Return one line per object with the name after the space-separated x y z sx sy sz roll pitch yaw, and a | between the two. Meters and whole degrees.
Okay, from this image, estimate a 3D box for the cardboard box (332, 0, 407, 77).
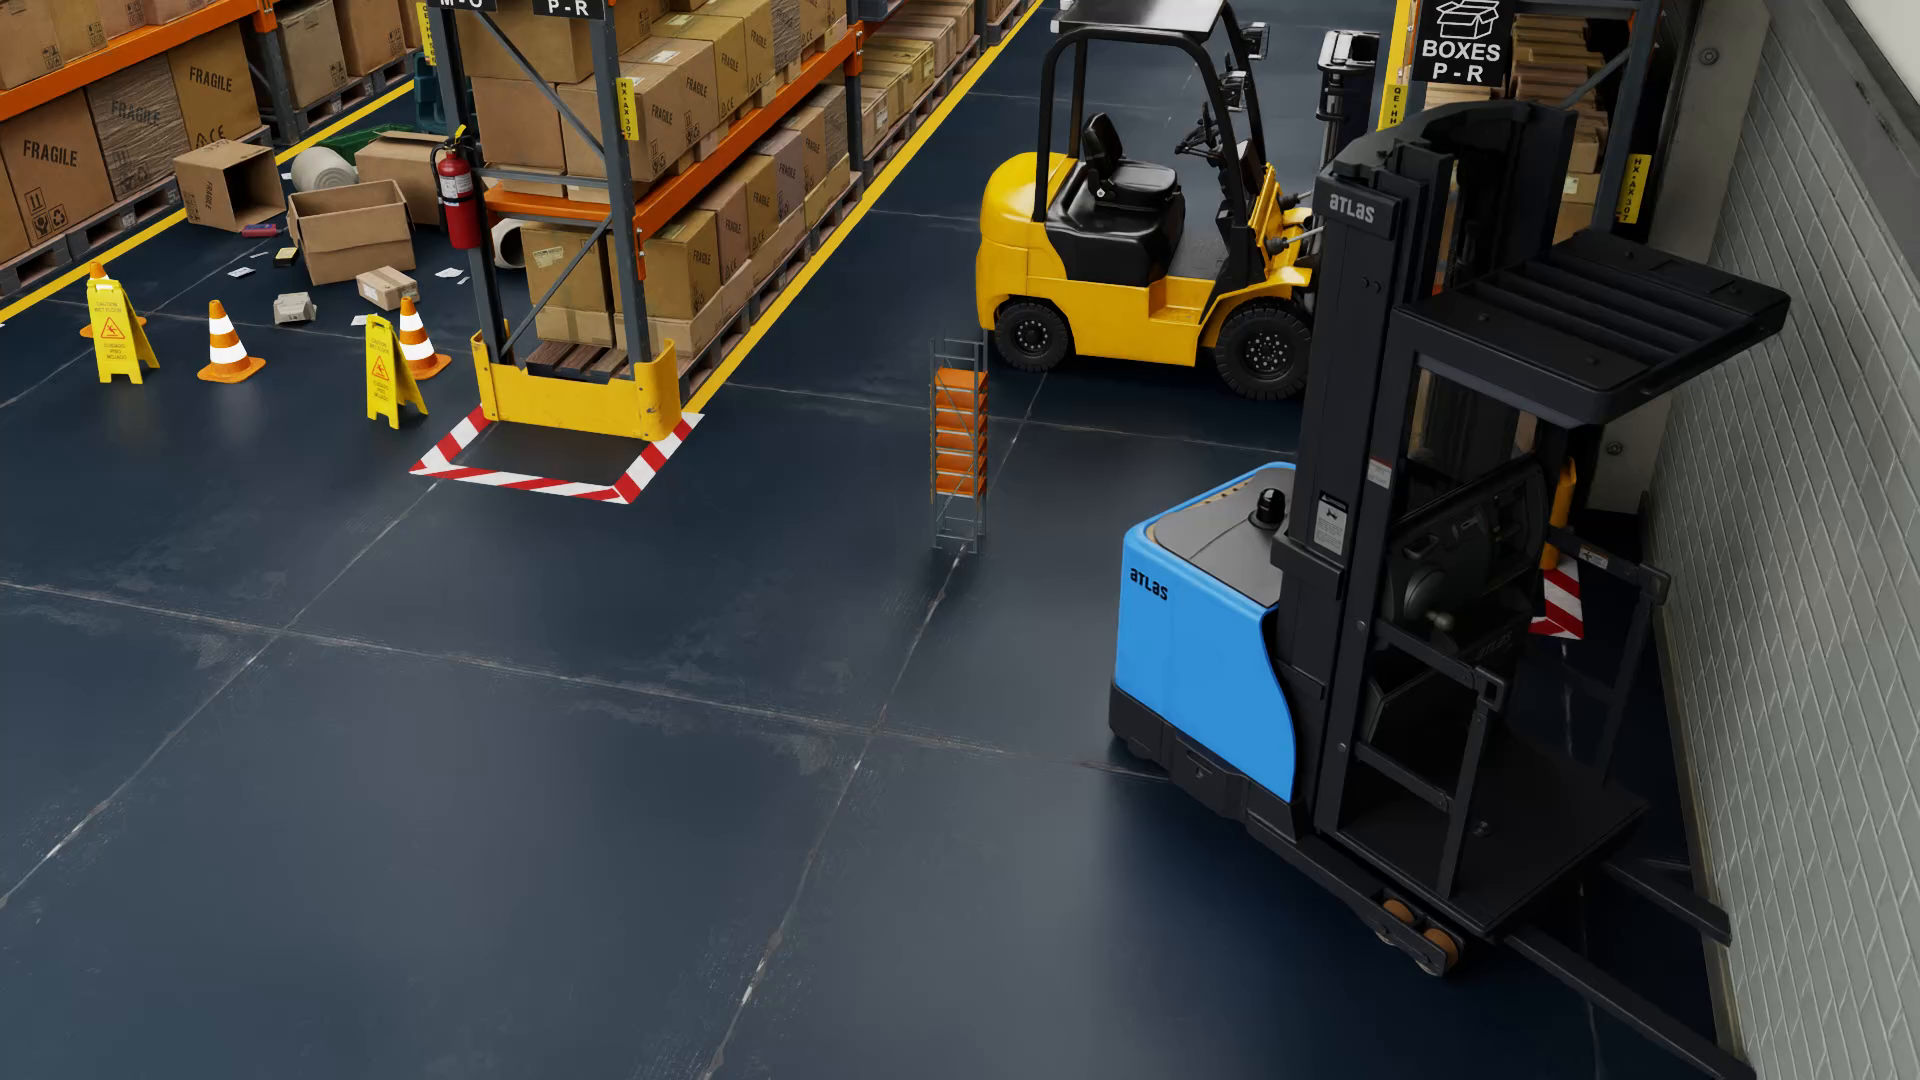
-5.745 -4.718 15.081 1.050 0.750 0.750 8 33 12 | cardboard box

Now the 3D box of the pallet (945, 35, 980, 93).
-0.435 -4.528 15.676 1.003 0.211 1.213 8 33 12 | pallet

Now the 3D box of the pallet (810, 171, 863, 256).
-1.386 -2.504 12.493 1.003 0.211 1.213 8 33 12 | pallet

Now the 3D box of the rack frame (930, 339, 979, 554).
-0.027 -0.451 8.342 0.240 1.200 0.006 8 33 12 | rack frame

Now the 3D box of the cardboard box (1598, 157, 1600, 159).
3.042 -1.820 8.723 0.500 0.500 0.500 9 34 14 | cardboard box

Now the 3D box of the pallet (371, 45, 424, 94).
-5.633 -4.525 15.671 1.003 0.211 1.213 8 33 12 | pallet

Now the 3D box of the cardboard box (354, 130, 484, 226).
-4.039 -2.705 12.410 0.797 0.637 0.503 8 33 12 | cardboard box

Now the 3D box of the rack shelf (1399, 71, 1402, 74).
4.059 -4.095 13.066 1.077 0.370 4.000 8 33 12 | rack shelf

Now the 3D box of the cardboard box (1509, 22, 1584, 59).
3.312 -2.808 9.396 0.380 0.149 0.250 9 34 14 | cardboard box

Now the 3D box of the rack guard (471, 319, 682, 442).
-2.246 -0.943 9.768 1.175 0.500 0.348 8 33 12 | rack guard

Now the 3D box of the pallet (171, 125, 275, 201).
-6.332 -3.095 13.422 1.003 0.211 1.213 8 33 12 | pallet

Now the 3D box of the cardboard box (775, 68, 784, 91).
-1.385 -3.064 11.008 0.380 0.149 0.250 7 33 12 | cardboard box

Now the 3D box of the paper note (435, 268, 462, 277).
-3.590 -1.883 11.694 0.148 0.019 0.142 20 38 29 | paper note

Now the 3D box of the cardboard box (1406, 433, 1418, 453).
2.350 -0.589 9.051 0.500 0.250 0.500 8 33 13 | cardboard box

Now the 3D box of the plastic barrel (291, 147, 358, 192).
-4.868 -2.771 12.715 0.421 0.421 0.512 -21 38 -29 | plastic barrel

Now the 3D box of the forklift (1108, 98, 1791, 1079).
1.978 0.077 5.898 1.130 2.935 3.031 -24 39 -32 | forklift

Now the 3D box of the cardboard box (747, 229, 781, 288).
-1.530 -1.905 11.123 0.500 0.250 0.500 10 34 16 | cardboard box

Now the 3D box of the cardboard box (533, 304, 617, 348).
-2.314 -1.444 10.397 0.500 0.250 0.500 8 33 12 | cardboard box

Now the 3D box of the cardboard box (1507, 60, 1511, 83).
3.328 -2.675 9.464 0.380 0.149 0.250 7 33 11 | cardboard box

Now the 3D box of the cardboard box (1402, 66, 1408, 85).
2.795 -2.415 9.659 0.500 0.500 0.500 8 33 13 | cardboard box

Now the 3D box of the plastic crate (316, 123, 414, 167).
-4.841 -3.225 13.595 0.662 0.188 0.450 -28 32 -37 | plastic crate

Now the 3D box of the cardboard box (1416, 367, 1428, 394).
2.352 -1.005 8.775 0.500 0.250 0.500 9 34 14 | cardboard box

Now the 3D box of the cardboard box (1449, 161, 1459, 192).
2.354 -1.819 8.117 0.380 0.149 0.250 8 33 13 | cardboard box

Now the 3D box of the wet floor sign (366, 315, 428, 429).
-3.349 -1.012 9.741 0.267 0.644 0.232 20 38 29 | wet floor sign

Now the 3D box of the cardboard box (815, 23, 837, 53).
-1.094 -3.590 11.835 0.380 0.149 0.250 9 33 13 | cardboard box

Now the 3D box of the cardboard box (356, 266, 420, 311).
-3.887 -1.711 11.302 0.380 0.149 0.250 28 42 36 | cardboard box

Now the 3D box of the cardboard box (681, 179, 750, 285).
-1.659 -1.957 10.506 0.500 0.500 0.500 7 33 11 | cardboard box

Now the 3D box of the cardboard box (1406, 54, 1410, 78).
2.651 -2.617 9.095 0.380 0.149 0.250 9 33 13 | cardboard box

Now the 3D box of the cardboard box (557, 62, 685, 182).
-1.877 -2.335 9.256 0.500 0.500 0.500 8 33 12 | cardboard box

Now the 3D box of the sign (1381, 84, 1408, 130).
2.015 -1.955 7.729 0.100 0.325 0.005 8 33 12 | sign

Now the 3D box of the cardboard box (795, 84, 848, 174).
-1.141 -3.024 12.184 0.500 0.500 0.500 8 33 12 | cardboard box

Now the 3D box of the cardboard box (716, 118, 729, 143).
-1.641 -2.525 10.160 0.380 0.149 0.250 9 34 14 | cardboard box

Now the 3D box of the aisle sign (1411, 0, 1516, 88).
2.236 -2.388 7.287 0.394 0.787 0.004 8 33 12 | aisle sign

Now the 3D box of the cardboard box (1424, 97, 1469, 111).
2.456 -2.073 8.240 0.380 0.149 0.250 8 33 12 | cardboard box

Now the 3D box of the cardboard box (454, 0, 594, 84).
-2.347 -2.843 9.124 0.700 0.500 0.500 7 33 11 | cardboard box

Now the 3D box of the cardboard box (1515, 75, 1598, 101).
3.058 -2.268 8.547 0.380 0.149 0.250 8 33 13 | cardboard box

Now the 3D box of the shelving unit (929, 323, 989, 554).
-0.004 -0.499 8.416 0.258 1.200 0.189 8 33 12 | shelving unit

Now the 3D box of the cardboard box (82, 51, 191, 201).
-6.516 -3.151 12.500 0.875 0.875 0.875 8 33 13 | cardboard box

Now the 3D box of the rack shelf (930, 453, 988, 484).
-0.004 -0.360 8.505 0.258 0.103 0.180 8 33 12 | rack shelf

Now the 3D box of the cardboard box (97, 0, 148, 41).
-6.514 -3.974 12.065 0.875 0.550 0.550 8 33 12 | cardboard box

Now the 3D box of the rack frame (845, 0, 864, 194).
-1.250 -4.035 12.300 1.000 3.000 0.127 8 33 12 | rack frame

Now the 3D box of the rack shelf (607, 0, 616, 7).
-1.758 -3.959 10.056 1.077 0.370 4.000 8 33 12 | rack shelf

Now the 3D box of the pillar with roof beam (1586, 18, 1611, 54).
0.944 -7.755 12.561 9.100 9.000 0.400 8 33 12 | pillar with roof beam

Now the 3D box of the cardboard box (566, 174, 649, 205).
-1.979 -2.001 9.336 0.380 0.149 0.250 8 33 13 | cardboard box

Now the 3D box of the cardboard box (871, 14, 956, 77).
-0.568 -4.503 15.095 0.950 0.372 0.625 7 33 11 | cardboard box

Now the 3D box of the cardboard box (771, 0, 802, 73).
-1.374 -3.400 10.932 0.500 0.500 0.500 9 34 14 | cardboard box
